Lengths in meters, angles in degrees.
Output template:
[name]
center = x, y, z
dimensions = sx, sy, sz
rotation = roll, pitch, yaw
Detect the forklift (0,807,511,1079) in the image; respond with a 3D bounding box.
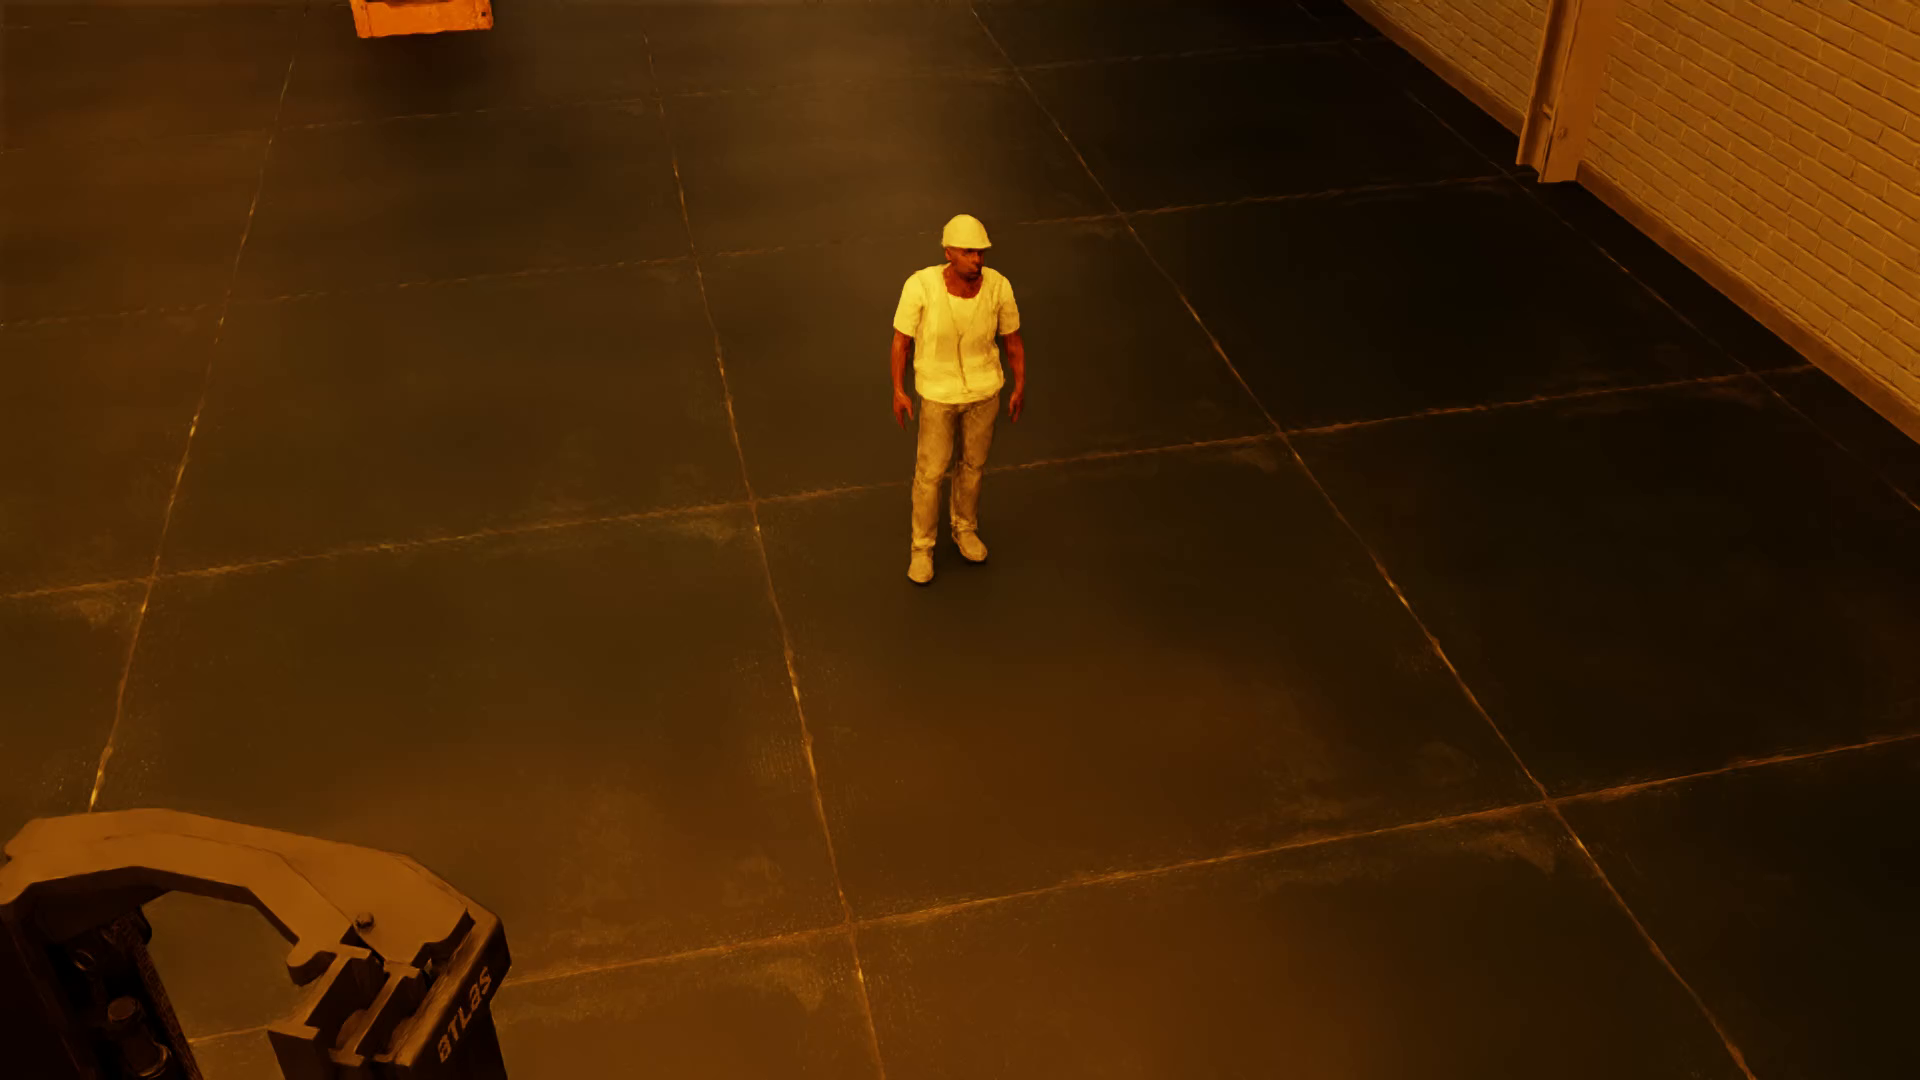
[forklift]
center = -1.415, 2.076, 3.165
dimensions = 1.130, 2.935, 3.031
rotation = 8, 37, 11

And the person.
[person]
center = 0.011, -0.682, 7.983
dimensions = 0.665, 1.766, 0.576
rotation = -8, 36, -11
